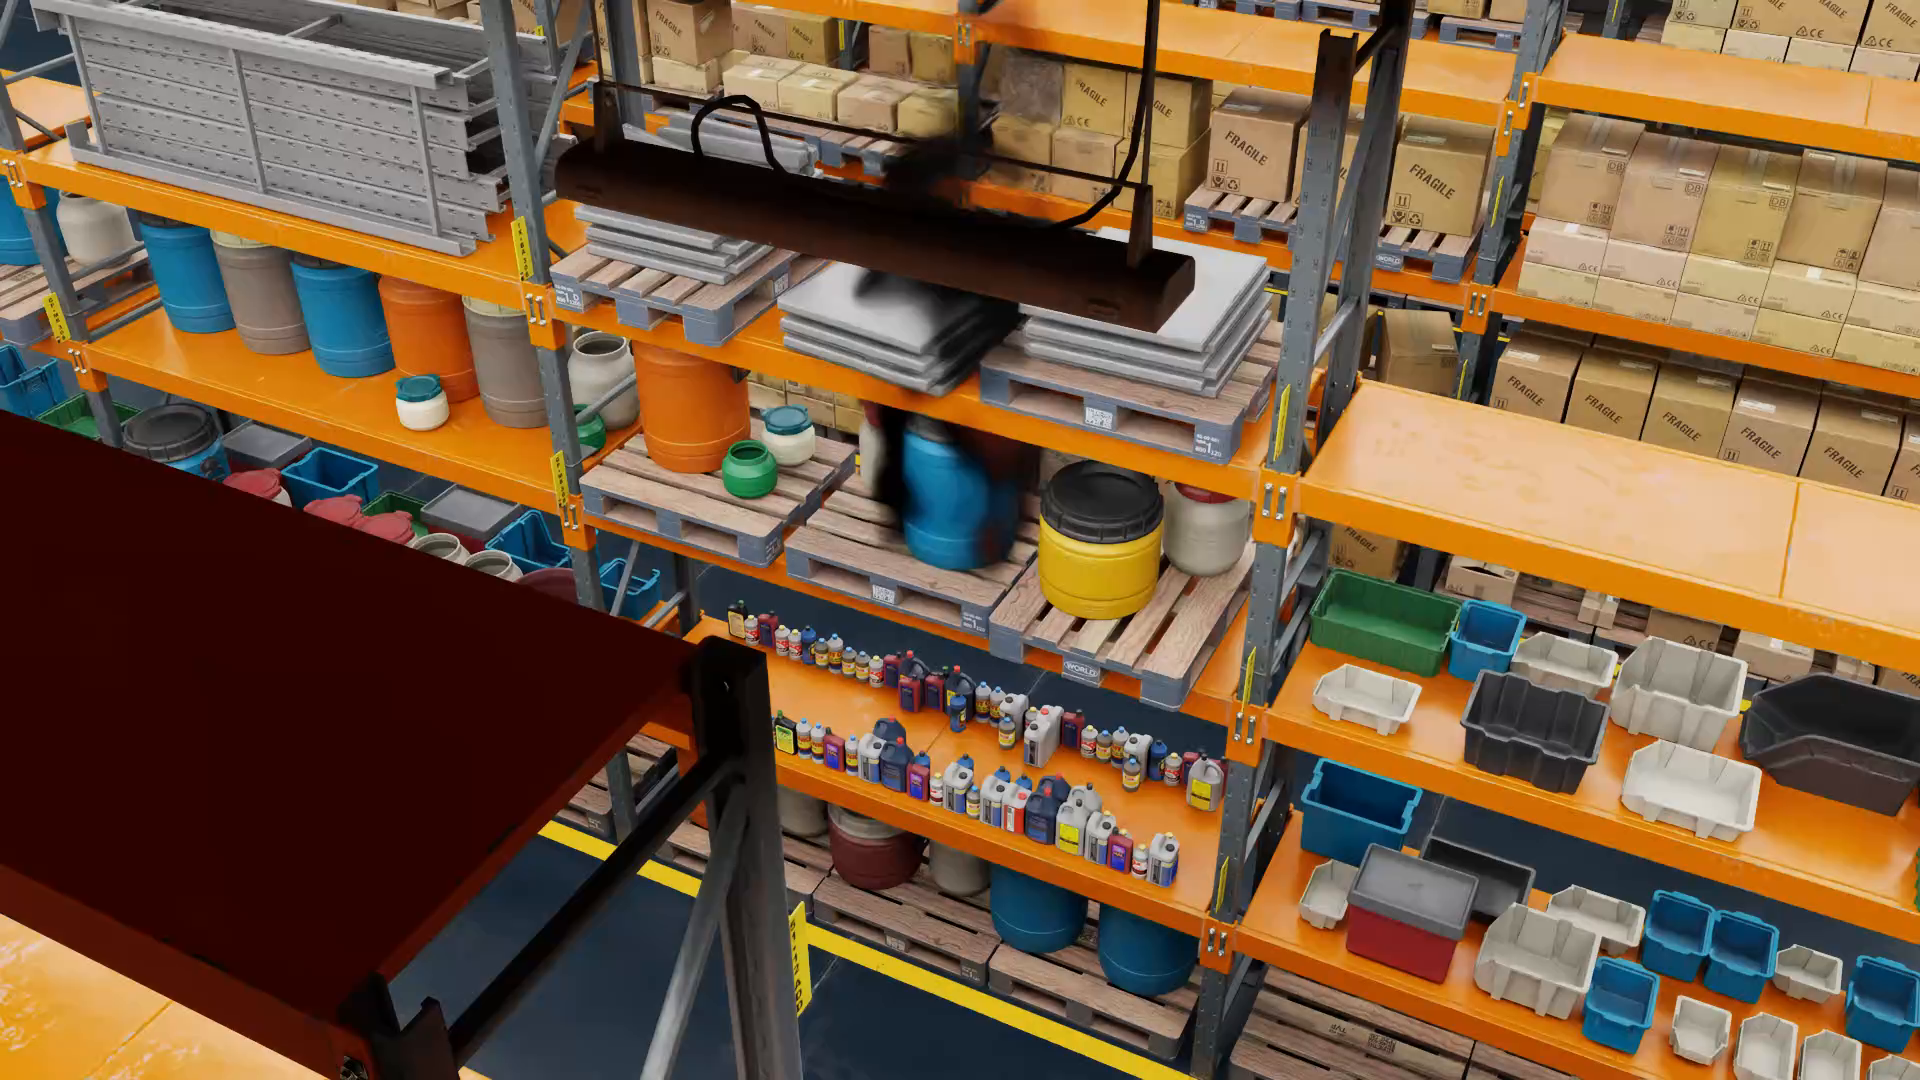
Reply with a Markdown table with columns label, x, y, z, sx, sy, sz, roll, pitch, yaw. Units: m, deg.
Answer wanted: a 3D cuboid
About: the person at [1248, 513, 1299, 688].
| label | x | y | z | sx | sy | sz | roll | pitch | yaw |
| --- | --- | --- | --- | --- | --- | --- | --- | --- | --- |
| person | 2.054 | 0.350 | 11.440 | 0.482 | 1.671 | 0.575 | 9 | 36 | 12 |
